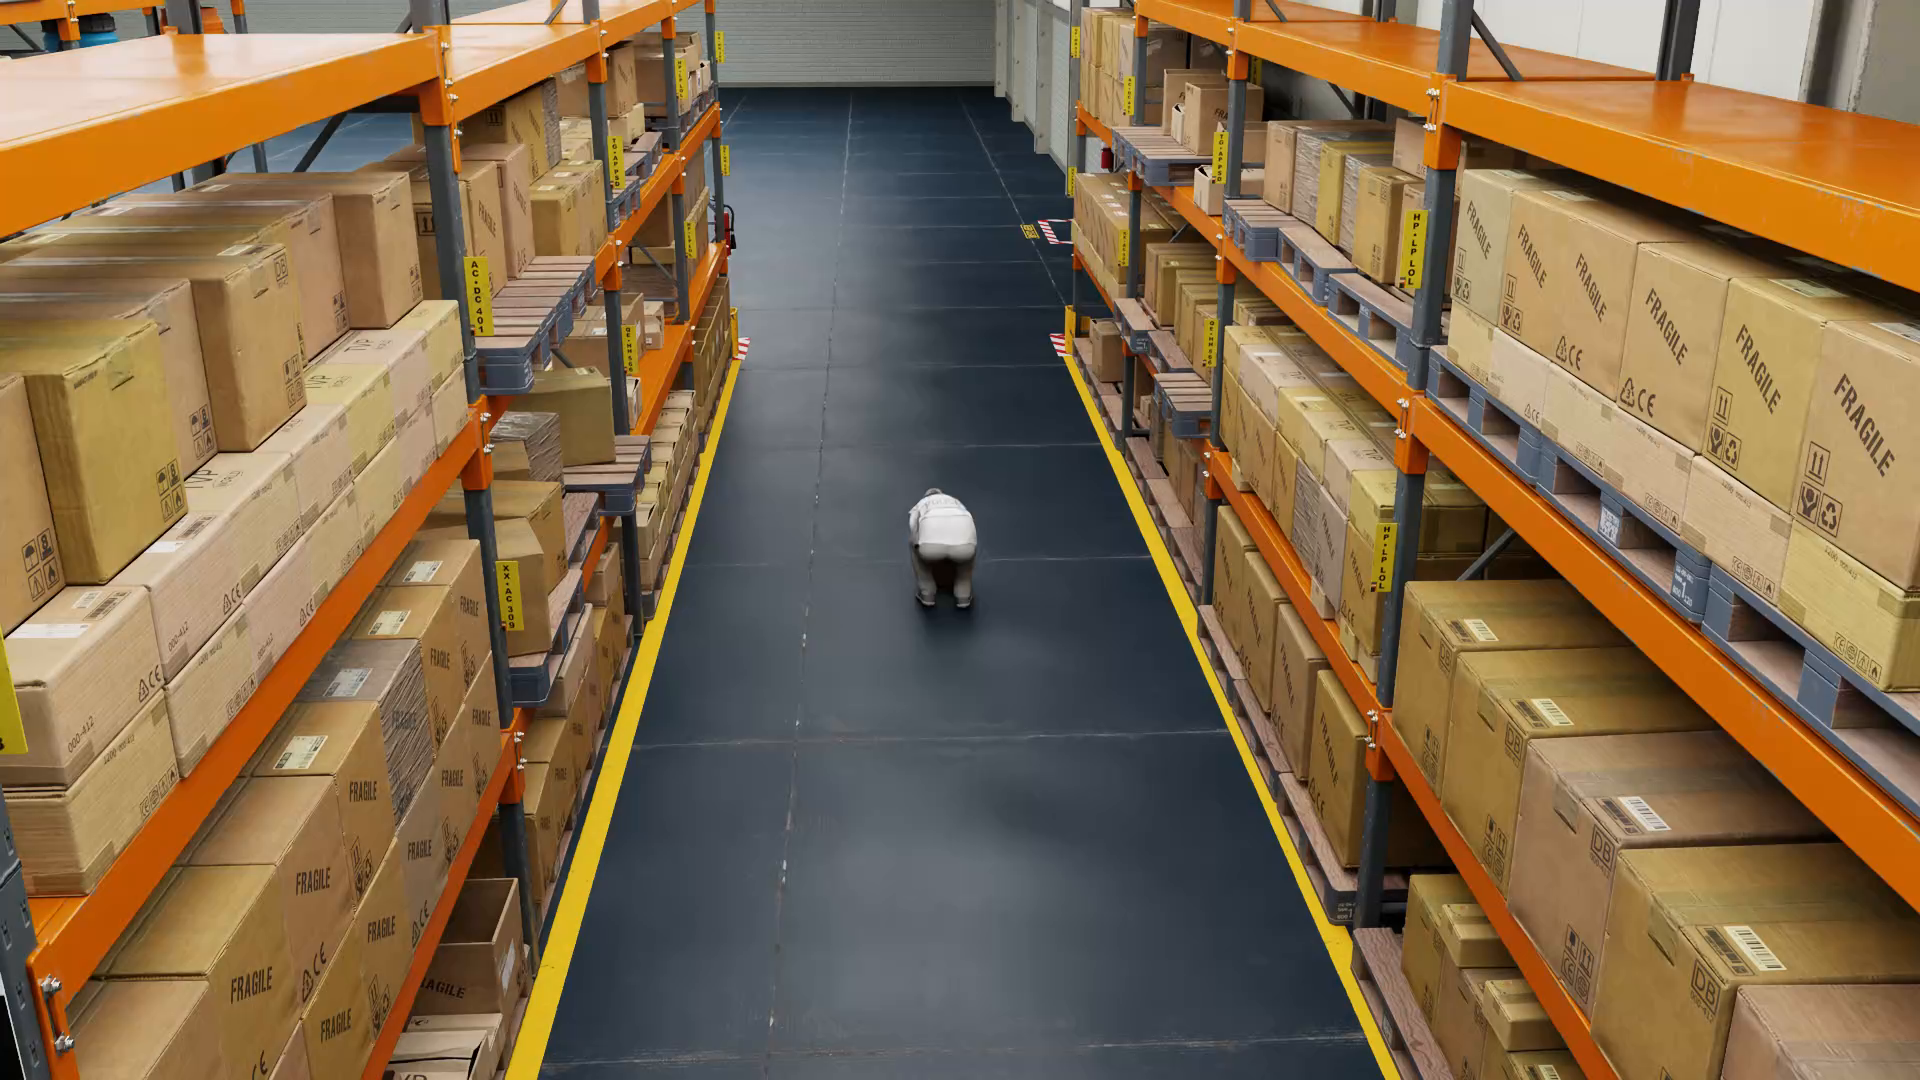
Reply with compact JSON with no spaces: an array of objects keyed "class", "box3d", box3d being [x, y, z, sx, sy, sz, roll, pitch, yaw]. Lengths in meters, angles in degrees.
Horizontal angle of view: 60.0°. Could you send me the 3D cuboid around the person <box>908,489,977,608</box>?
[{"class":"person","box3d":[-0.128,0.062,12.226,0.498,0.774,0.938,-2,21,-4]}]
